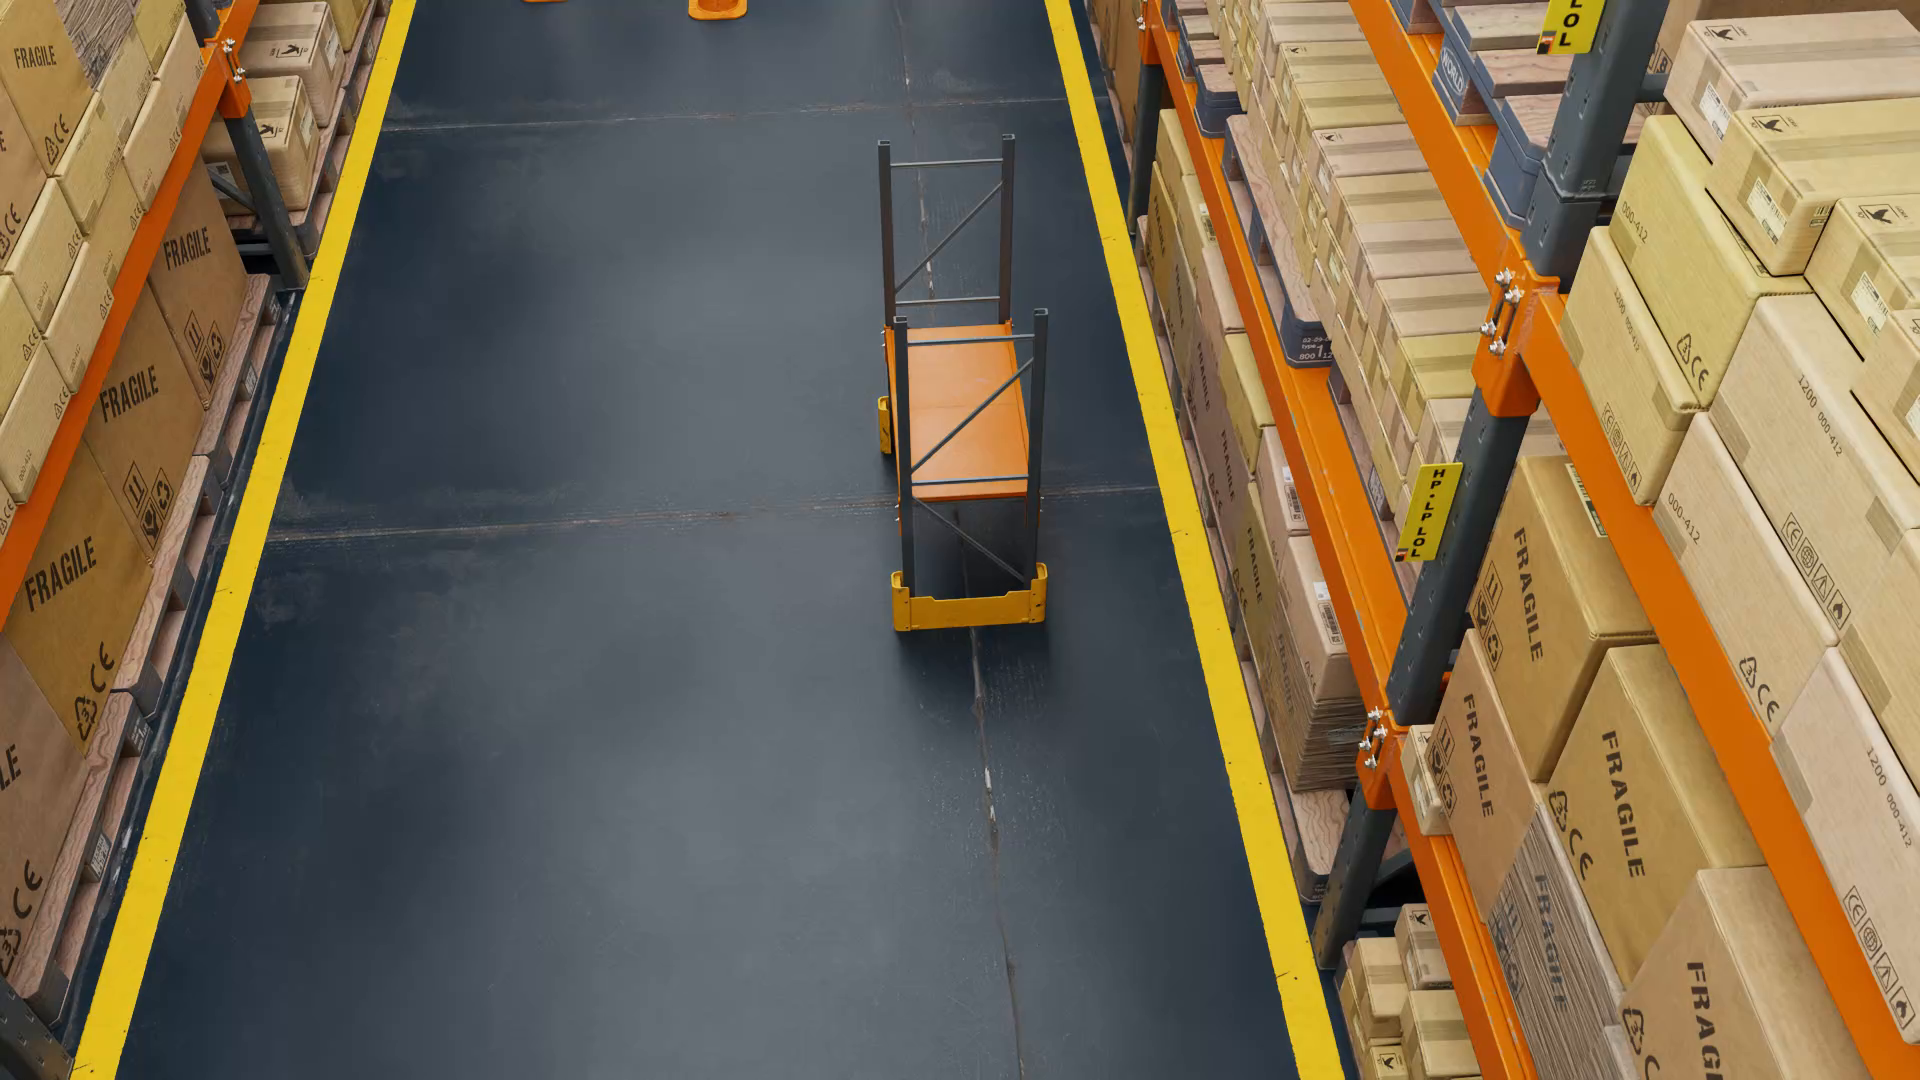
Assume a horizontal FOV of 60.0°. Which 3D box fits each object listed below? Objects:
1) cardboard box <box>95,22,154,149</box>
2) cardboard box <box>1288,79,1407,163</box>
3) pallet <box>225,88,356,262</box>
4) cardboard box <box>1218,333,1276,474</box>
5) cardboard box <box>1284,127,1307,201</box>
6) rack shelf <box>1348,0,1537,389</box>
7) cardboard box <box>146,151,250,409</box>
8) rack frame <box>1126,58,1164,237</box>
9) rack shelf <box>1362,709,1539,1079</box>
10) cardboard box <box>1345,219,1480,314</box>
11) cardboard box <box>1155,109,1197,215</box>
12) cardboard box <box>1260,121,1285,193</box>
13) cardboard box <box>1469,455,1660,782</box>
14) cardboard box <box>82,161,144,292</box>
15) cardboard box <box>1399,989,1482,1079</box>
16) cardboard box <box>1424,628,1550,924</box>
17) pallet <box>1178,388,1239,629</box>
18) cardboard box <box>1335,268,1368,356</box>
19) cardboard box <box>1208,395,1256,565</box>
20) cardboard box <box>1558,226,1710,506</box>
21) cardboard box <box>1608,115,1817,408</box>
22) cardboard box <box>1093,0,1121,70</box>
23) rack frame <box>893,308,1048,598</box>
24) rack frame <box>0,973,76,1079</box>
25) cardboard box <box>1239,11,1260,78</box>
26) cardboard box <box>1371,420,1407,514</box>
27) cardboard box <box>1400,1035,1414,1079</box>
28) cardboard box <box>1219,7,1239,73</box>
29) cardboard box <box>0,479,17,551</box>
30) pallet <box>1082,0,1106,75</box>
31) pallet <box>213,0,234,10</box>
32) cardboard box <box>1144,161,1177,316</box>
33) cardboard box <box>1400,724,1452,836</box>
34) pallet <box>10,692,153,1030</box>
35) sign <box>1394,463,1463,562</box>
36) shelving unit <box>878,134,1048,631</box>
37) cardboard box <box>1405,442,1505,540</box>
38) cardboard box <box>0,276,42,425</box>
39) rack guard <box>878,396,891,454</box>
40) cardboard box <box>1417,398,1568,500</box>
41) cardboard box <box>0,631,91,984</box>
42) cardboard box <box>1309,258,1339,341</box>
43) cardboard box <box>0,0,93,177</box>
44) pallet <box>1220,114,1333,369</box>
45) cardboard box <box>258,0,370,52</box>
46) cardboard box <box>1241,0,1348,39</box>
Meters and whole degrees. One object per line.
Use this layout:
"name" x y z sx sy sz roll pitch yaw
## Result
"cardboard box" -3.256 -1.635 5.991 0.500 0.250 0.500 -5 47 -4
"cardboard box" 1.302 -1.379 5.464 0.380 0.149 0.250 -4 47 -4
"pallet" -3.661 -1.827 8.335 1.003 0.211 1.213 -3 47 -3
"cardboard box" 1.260 -0.521 6.093 0.500 0.250 0.500 -5 47 -5
"cardboard box" 1.303 -1.266 5.562 0.380 0.149 0.250 -2 47 -2
"rack shelf" 1.495 -1.931 4.943 1.077 0.370 4.000 -3 47 -3
"cardboard box" -3.622 -1.129 6.928 0.875 0.875 0.875 -4 47 -4
"rack frame" 1.327 -2.594 7.141 1.000 3.000 0.127 -3 47 -3
"rack shelf" 1.830 1.994 3.291 1.077 0.370 4.000 -3 47 -3
"cardboard box" 1.369 -0.813 4.928 0.380 0.149 0.250 -4 47 -3
"cardboard box" 1.144 -1.623 7.137 0.500 0.250 0.500 -5 47 -5
"cardboard box" 1.277 -1.357 5.853 0.380 0.149 0.250 -3 47 -3
"cardboard box" 1.457 0.161 3.570 0.500 0.500 0.500 -2 47 -2
"cardboard box" -3.211 -1.085 5.815 0.500 0.250 0.500 -4 47 -4
"cardboard box" 1.449 1.396 4.627 0.380 0.149 0.250 -1 47 -1
"cardboard box" 1.453 0.537 3.902 0.500 0.500 0.500 -4 47 -4
"pallet" 1.490 -0.189 6.784 1.003 0.211 1.213 -3 47 -3
"cardboard box" 1.364 -0.704 5.030 0.380 0.149 0.250 -5 47 -5
"cardboard box" 1.268 -0.248 6.351 0.500 0.500 0.500 -4 47 -4
"cardboard box" 1.438 -0.329 3.033 0.500 0.250 0.500 -1 47 -1
"cardboard box" 1.463 -0.489 2.840 0.500 0.250 0.500 -2 47 -2
"cardboard box" 1.289 -3.043 8.827 1.050 0.750 0.750 -3 47 -3
"rack frame" 0.035 -0.210 5.916 0.500 1.500 0.032 -3 47 -3
"rack frame" -3.262 0.674 4.046 1.000 3.000 0.127 -3 47 -3
"cardboard box" 1.240 -1.821 6.088 0.380 0.149 0.250 -3 47 -3
"cardboard box" 1.409 -0.222 4.778 0.380 0.149 0.250 -3 47 -3
"cardboard box" 1.484 1.493 4.740 0.380 0.149 0.250 -3 47 -3
"cardboard box" 1.209 -1.927 6.393 0.380 0.149 0.250 -1 47 -1
"cardboard box" -3.081 0.017 4.772 0.500 0.250 0.500 -5 47 -4
"pallet" 1.237 -3.091 9.532 1.003 0.211 1.213 -3 47 -3
"pallet" -3.763 -2.663 7.339 1.213 0.211 1.003 -3 47 -3
"cardboard box" 1.132 -1.352 7.397 0.500 0.500 0.500 -5 47 -5
"cardboard box" 1.360 0.611 4.278 0.380 0.149 0.250 -2 47 -2
"pallet" -3.402 1.079 5.583 1.003 0.211 1.213 -3 47 -3
"sign" 1.109 -0.062 3.945 0.100 0.325 0.005 -3 47 -3
"shelving unit" -0.006 -0.571 6.258 0.587 1.500 1.083 -3 47 -3
"cardboard box" 1.432 -0.136 4.492 0.380 0.149 0.250 -2 47 -2
"cardboard box" -3.105 -0.524 4.940 0.500 0.250 0.500 -3 47 -3
"rack guard" -0.048 -0.501 7.053 0.587 0.250 0.087 -3 47 -3
"cardboard box" 1.434 -0.241 4.387 0.380 0.149 0.250 -2 47 -1
"cardboard box" -3.394 0.816 5.085 0.875 0.875 0.875 -2 47 -2
"cardboard box" 1.341 -0.784 5.311 0.380 0.149 0.250 -5 47 -5
"cardboard box" -3.207 -1.510 5.357 0.500 0.500 0.500 -3 47 -3
"pallet" 1.534 -1.099 5.857 1.003 0.211 1.213 -3 47 -3
"cardboard box" -3.762 -2.953 9.001 0.950 0.372 0.625 -2 47 -2
"cardboard box" 1.236 -1.947 6.002 0.380 0.149 0.250 -5 47 -5
